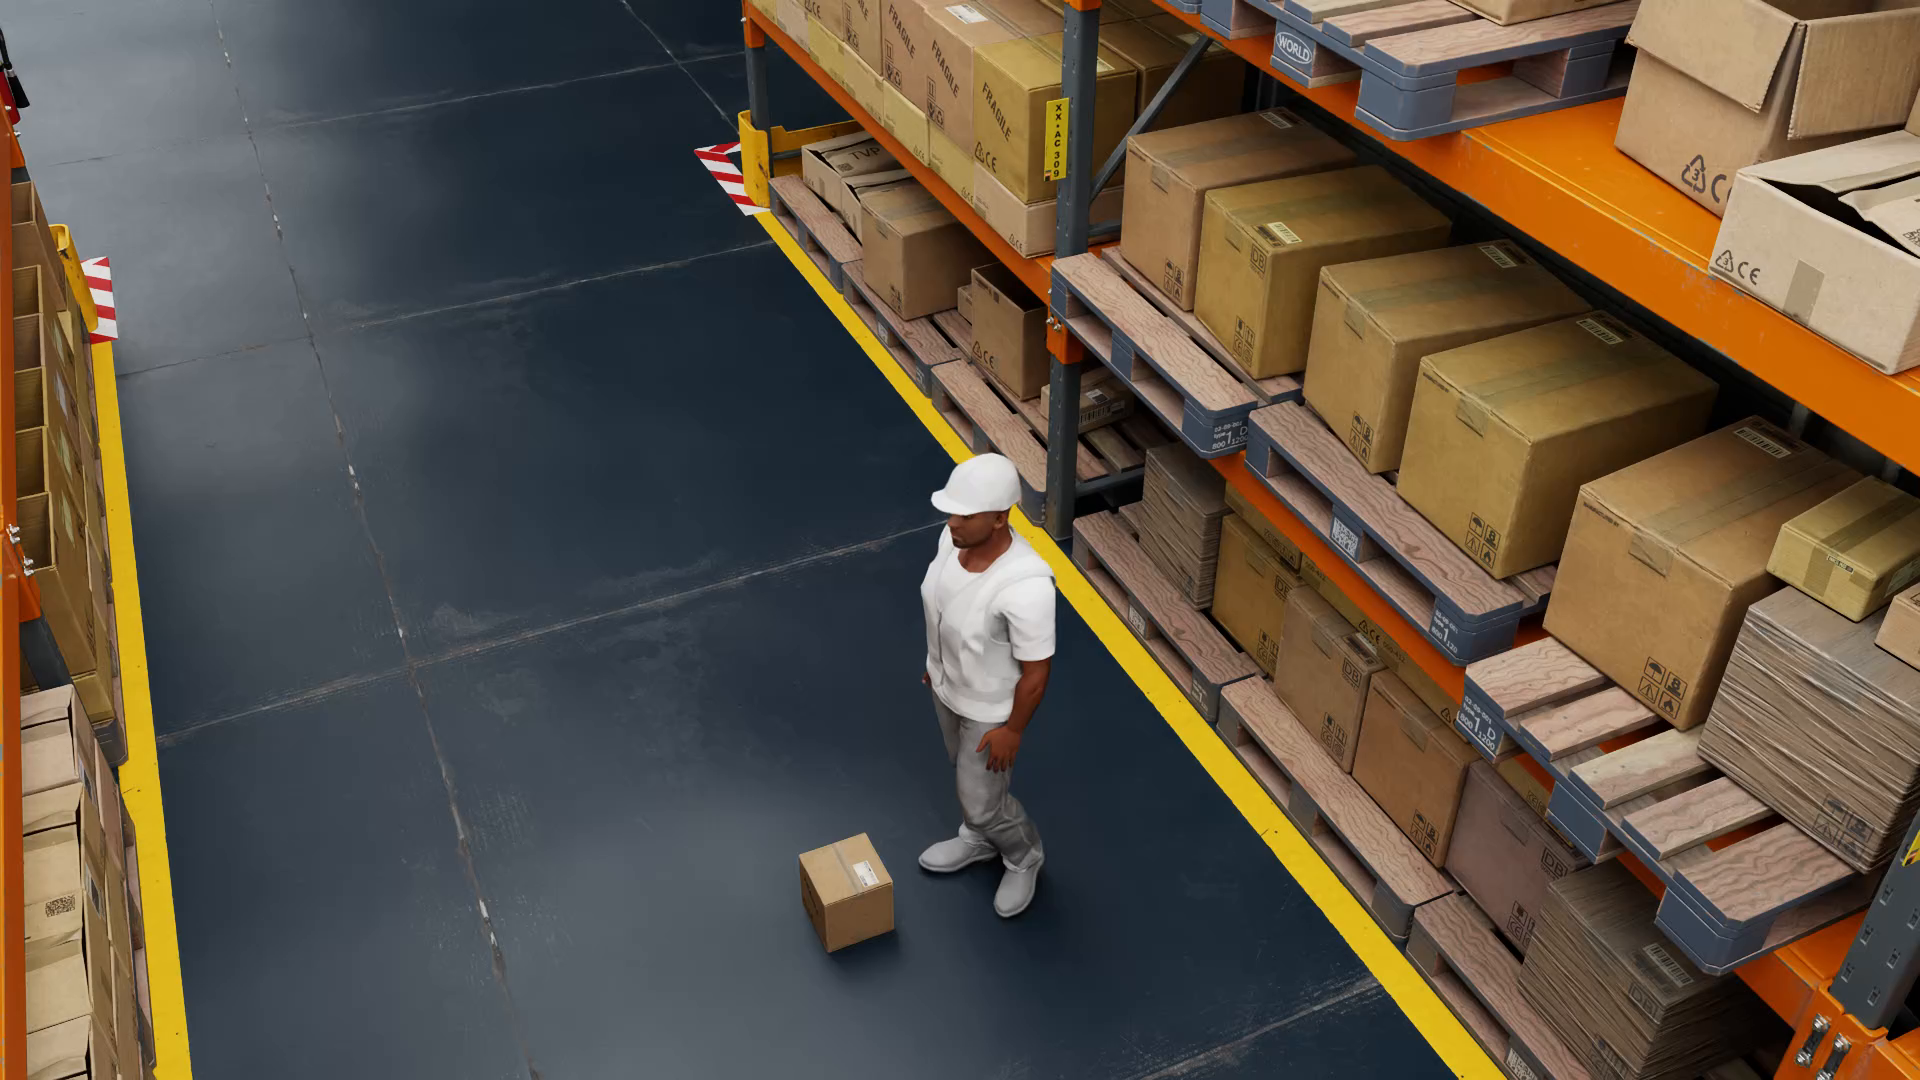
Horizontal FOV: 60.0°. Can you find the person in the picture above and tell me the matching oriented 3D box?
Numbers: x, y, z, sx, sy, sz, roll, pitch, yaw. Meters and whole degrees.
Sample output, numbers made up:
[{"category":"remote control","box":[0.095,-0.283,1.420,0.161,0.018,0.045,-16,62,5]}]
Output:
[{"category":"person","box":[0.078,0.480,5.468,0.393,1.766,0.583,-19,41,-23]}]
